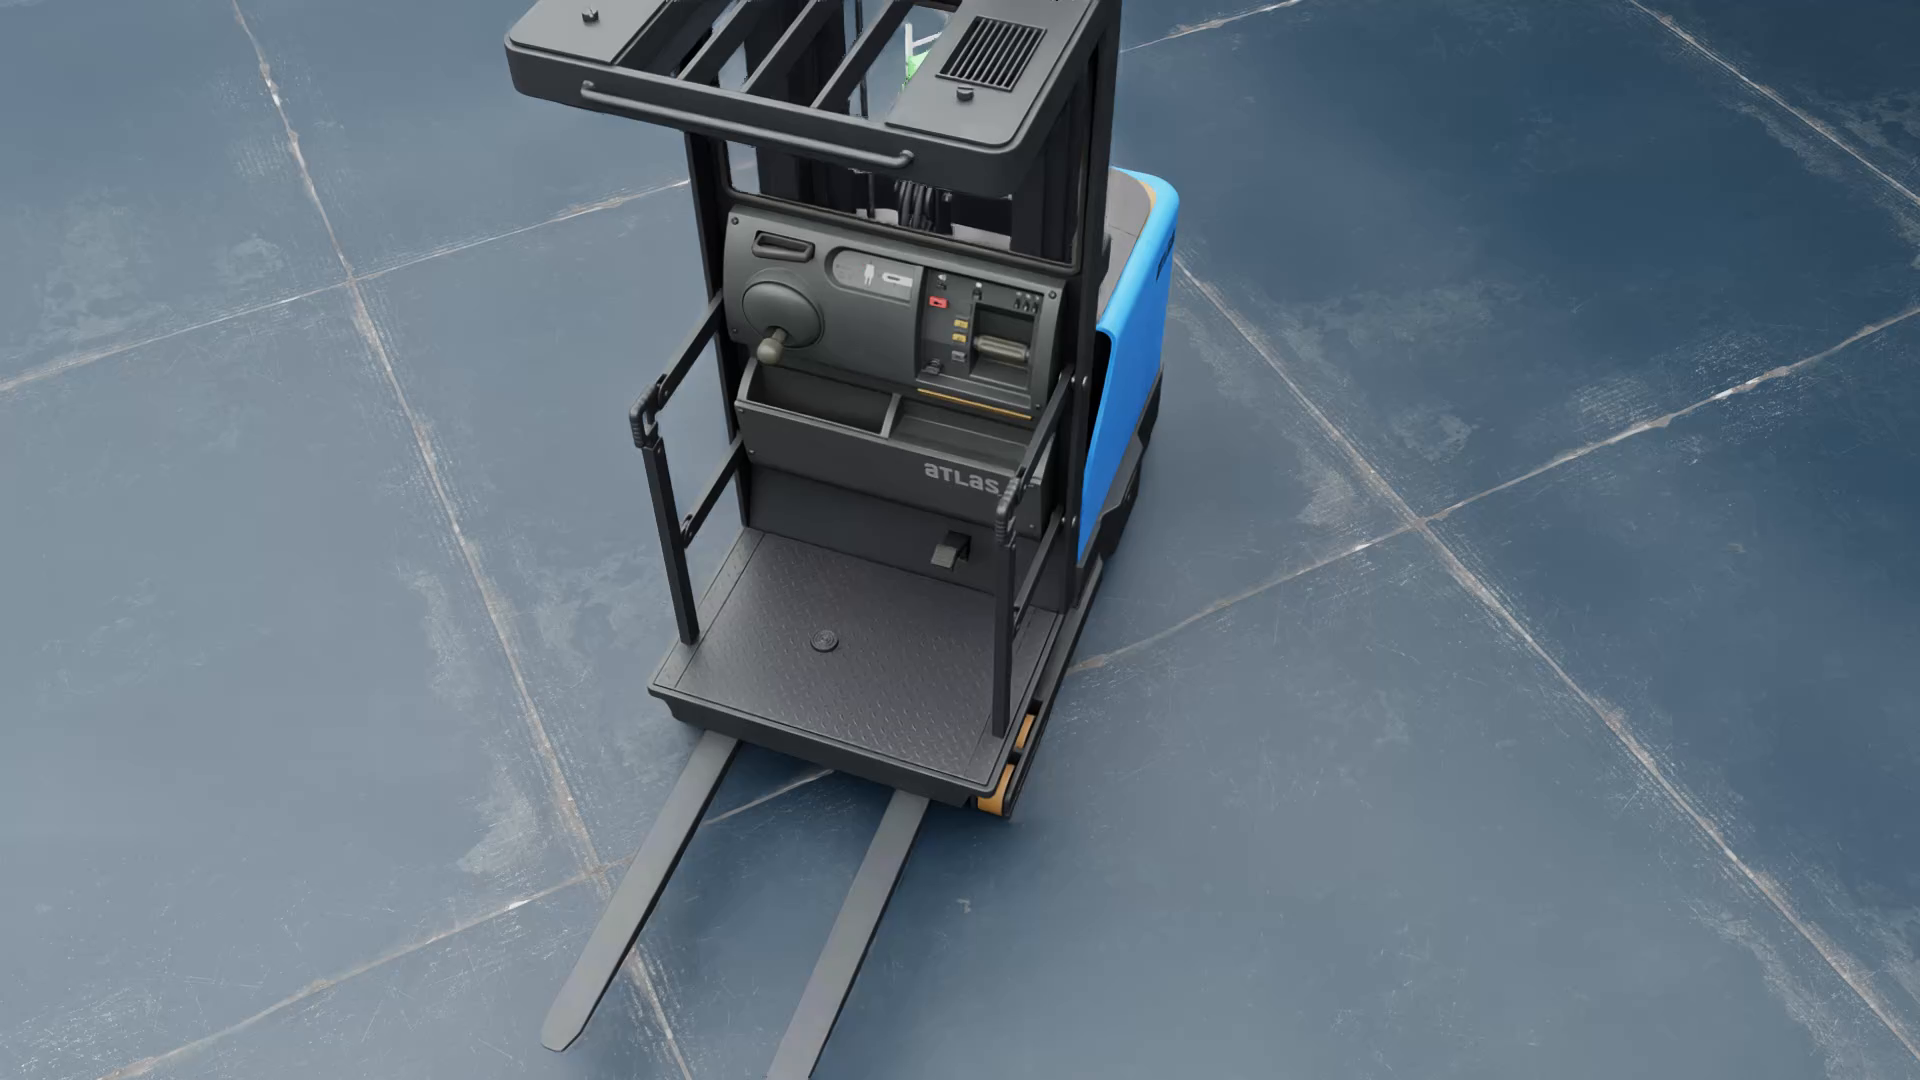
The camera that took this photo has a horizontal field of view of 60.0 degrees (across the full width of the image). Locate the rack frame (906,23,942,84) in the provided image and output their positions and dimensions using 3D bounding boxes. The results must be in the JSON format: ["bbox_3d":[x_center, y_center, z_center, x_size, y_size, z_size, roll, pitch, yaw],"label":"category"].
[{"bbox_3d":[-0.082,-1.419,6.194,0.240,1.200,0.015,-27,54,-21],"label":"rack frame"}]

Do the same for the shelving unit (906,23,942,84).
[{"bbox_3d":[0.053,-1.266,6.061,0.258,1.200,0.503,-27,54,-21],"label":"shelving unit"}]

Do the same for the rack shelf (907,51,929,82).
[{"bbox_3d":[0.053,-1.540,5.747,0.258,0.148,0.480,-27,54,-21],"label":"rack shelf"}]

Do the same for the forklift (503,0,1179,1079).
[{"bbox_3d":[-0.259,-0.495,4.236,1.130,2.935,3.031,15,51,13],"label":"forklift"}]
